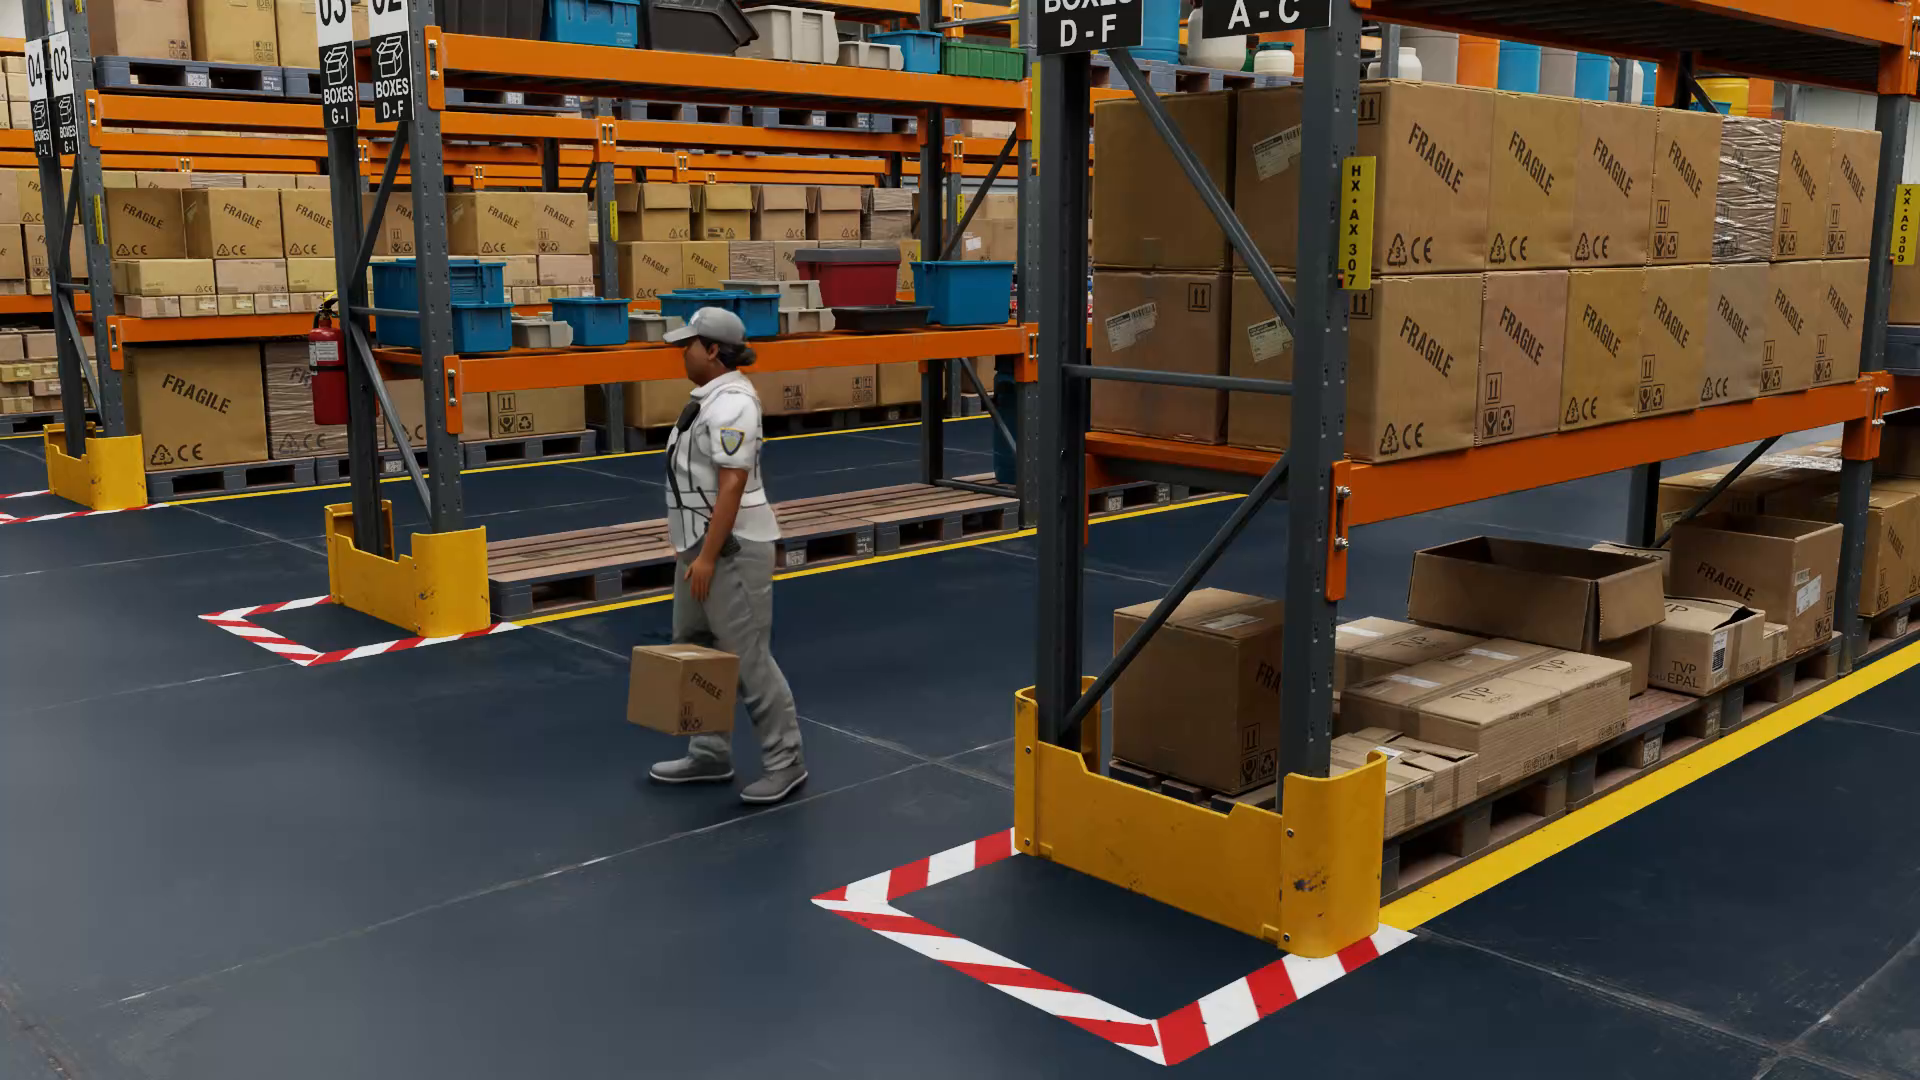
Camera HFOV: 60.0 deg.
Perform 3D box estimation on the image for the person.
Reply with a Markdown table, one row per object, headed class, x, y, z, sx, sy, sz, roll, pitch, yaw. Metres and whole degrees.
| class | x | y | z | sx | sy | sz | roll | pitch | yaw |
| --- | --- | --- | --- | --- | --- | --- | --- | --- | --- |
| person | -0.810 | 0.043 | 5.683 | 0.524 | 1.664 | 0.540 | -3 | 11 | -16 |
